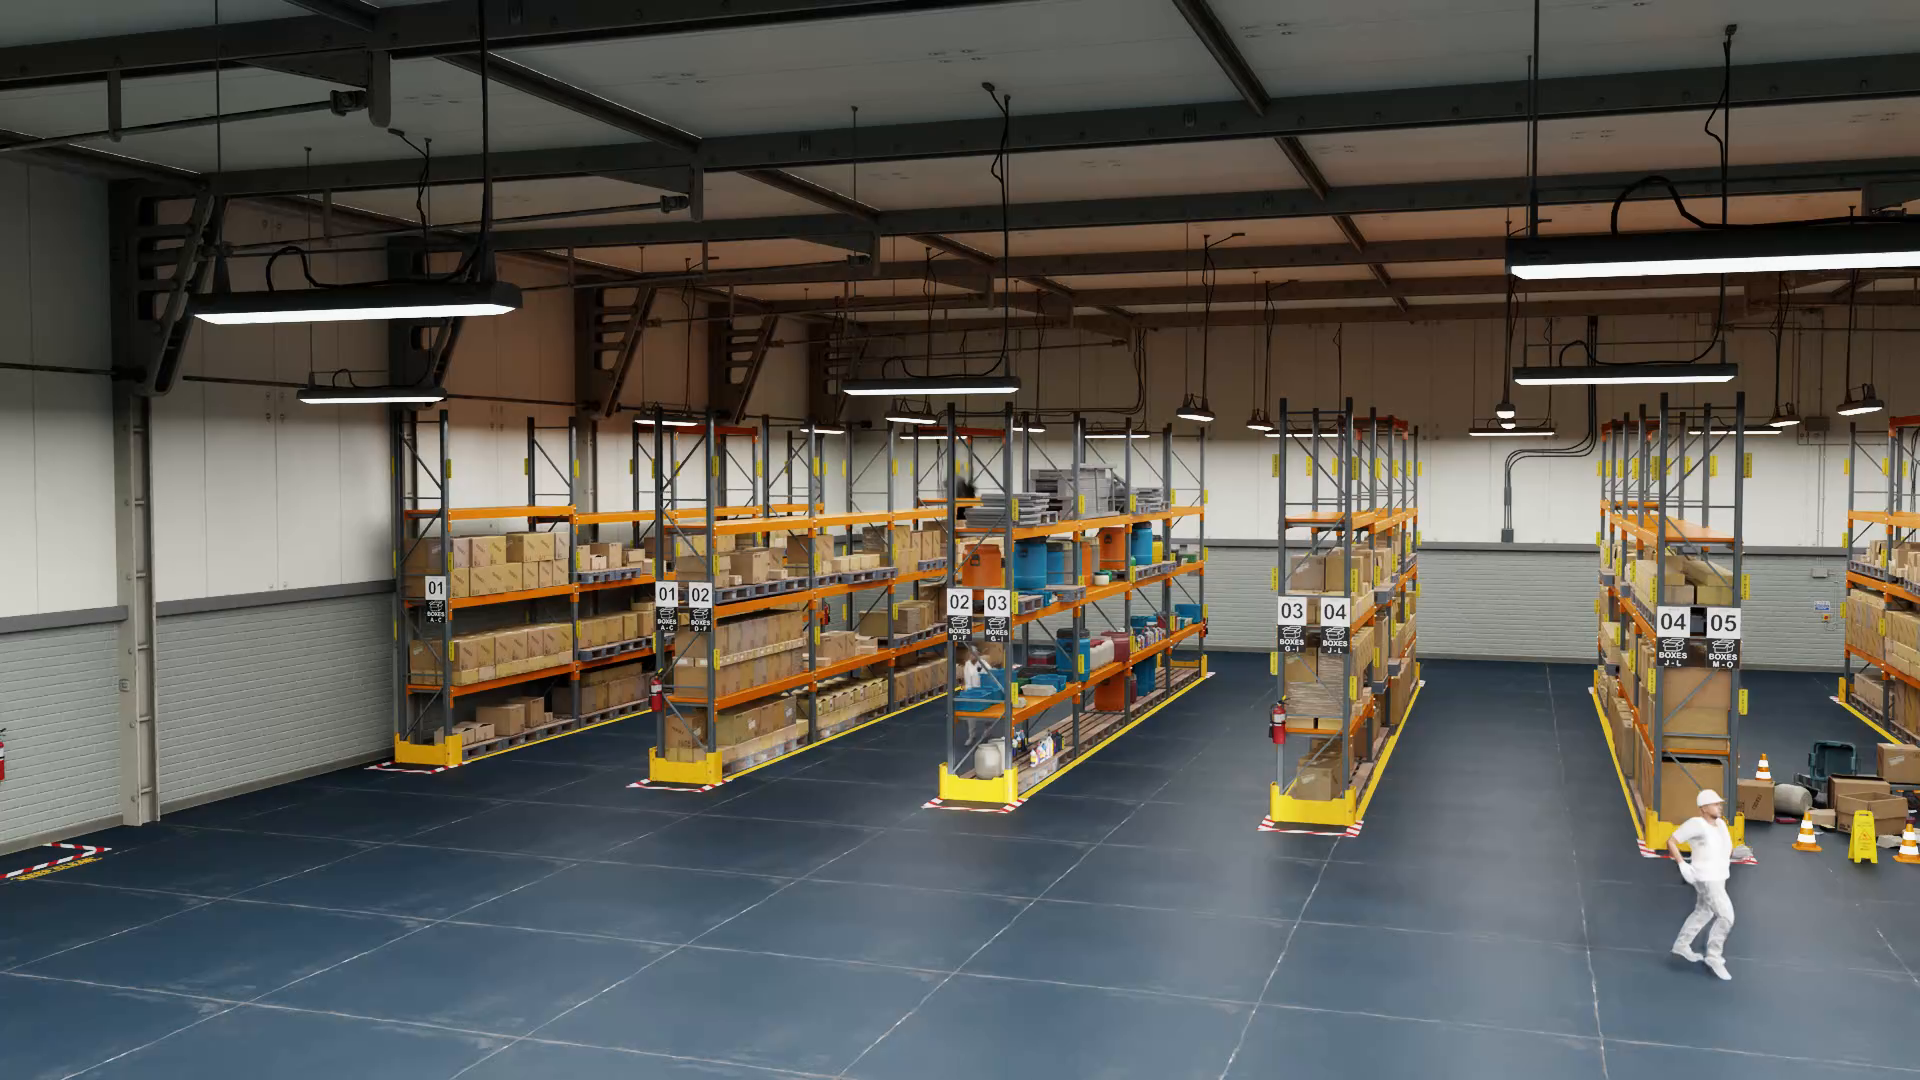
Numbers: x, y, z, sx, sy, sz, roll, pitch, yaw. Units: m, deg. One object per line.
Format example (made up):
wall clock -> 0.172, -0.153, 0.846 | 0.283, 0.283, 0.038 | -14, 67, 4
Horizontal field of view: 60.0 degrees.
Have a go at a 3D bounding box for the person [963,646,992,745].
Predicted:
person -> 0.351, 2.822, 30.443 | 0.661, 1.790, 0.805 | 1, 3, 25

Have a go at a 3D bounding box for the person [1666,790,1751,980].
person -> 7.440, 3.401, 16.507 | 0.657, 1.843, 0.768 | -2, 3, -43
